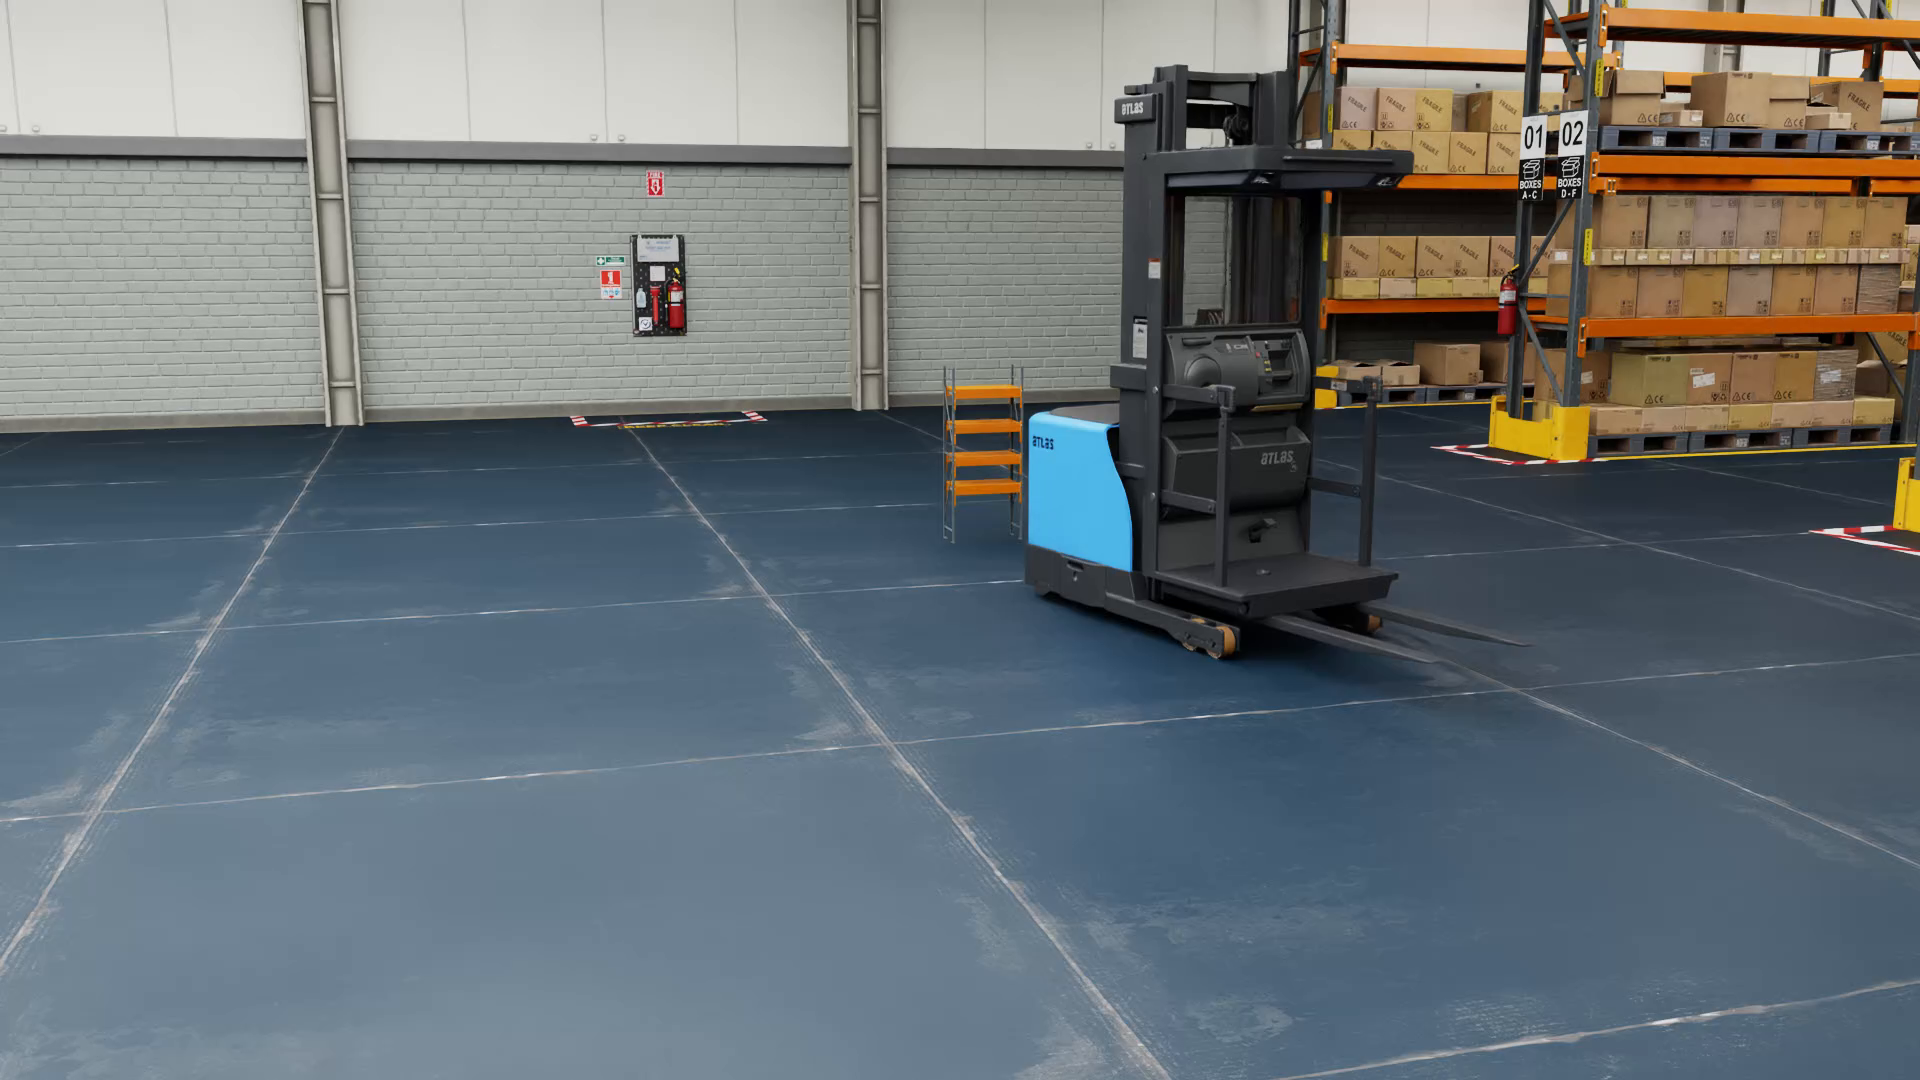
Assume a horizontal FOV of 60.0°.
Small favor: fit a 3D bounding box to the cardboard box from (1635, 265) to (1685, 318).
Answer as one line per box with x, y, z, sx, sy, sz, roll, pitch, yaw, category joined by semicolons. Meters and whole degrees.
6.579;-2.425;16.157;0.500;0.500;0.700;-3;11;-14;cardboard box

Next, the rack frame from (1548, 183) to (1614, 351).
8.077;-3.390;21.677;0.127;3.000;1.000;-3;11;-16;rack frame

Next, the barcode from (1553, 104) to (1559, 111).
5.780;-4.187;16.115;0.075;0.075;0.001;-3;11;-16;barcode

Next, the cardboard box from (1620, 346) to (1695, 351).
7.012;-1.682;16.761;0.500;0.500;0.500;-3;11;-16;cardboard box

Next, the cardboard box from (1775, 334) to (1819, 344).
11.241;-2.534;22.716;0.500;0.500;0.700;-3;11;-15;cardboard box

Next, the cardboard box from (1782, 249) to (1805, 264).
8.044;-2.782;16.308;0.250;0.149;0.380;-3;11;-14;cardboard box

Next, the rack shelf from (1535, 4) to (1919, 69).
7.545;-4.828;16.009;4.000;0.370;1.077;-3;11;-16;rack shelf

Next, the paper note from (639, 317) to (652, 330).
-3.667;-2.521;19.390;0.142;0.148;0.016;-3;11;-16;paper note

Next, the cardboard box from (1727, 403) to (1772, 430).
7.642;-1.245;16.460;0.500;0.250;0.500;-3;11;-16;cardboard box

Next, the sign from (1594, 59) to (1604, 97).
5.774;-4.174;15.017;0.005;0.325;0.100;-3;11;-16;sign

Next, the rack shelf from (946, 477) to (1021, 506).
0.159;-0.337;11.531;0.480;0.148;0.258;-3;11;-16;rack shelf

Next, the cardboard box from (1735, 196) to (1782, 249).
7.595;-3.117;16.332;0.500;0.500;0.700;-3;11;-16;cardboard box

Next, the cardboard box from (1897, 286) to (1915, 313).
9.926;-2.488;17.191;0.500;0.250;0.500;-2;11;-12;cardboard box

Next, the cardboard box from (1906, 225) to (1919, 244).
12.941;-4.172;22.701;0.500;0.250;0.500;-3;11;-17;cardboard box

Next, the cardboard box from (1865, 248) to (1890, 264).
9.026;-2.834;16.590;0.250;0.149;0.380;-3;11;-17;cardboard box

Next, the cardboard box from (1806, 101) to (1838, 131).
8.389;-4.229;16.648;0.500;0.311;0.500;-4;11;-19;cardboard box

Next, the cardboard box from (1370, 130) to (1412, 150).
5.153;-4.716;20.265;0.500;0.500;0.500;-2;11;-12;cardboard box

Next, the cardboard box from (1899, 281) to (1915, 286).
12.822;-3.465;22.723;0.250;0.149;0.380;-3;11;-14;cardboard box

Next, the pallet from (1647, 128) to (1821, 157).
7.484;-3.852;16.146;1.213;0.211;1.003;-3;11;-16;pallet

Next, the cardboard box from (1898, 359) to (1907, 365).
10.272;-1.757;17.692;0.500;0.311;0.500;-3;11;-14;cardboard box

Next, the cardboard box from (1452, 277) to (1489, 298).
6.265;-3.172;20.851;0.500;0.250;0.500;-3;11;-15;cardboard box

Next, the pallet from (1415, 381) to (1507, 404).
6.269;-1.916;21.373;1.213;0.211;1.003;-3;11;-16;pallet

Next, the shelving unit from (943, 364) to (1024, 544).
0.159;-0.598;11.483;0.503;1.200;0.258;-3;11;-16;shelving unit

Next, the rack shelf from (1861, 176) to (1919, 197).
11.385;-3.752;17.344;4.000;0.370;1.077;-3;11;-16;rack shelf

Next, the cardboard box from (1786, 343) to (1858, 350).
8.932;-1.783;17.312;0.500;0.500;0.500;-3;11;-16;cardboard box

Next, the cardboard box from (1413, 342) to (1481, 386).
6.192;-2.251;21.180;0.500;0.500;0.700;-4;11;-20;cardboard box

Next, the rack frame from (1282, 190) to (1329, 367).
4.236;-3.188;20.577;0.127;3.000;1.000;-3;11;-16;rack frame

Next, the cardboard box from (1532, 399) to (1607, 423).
6.057;-1.260;16.538;0.500;0.250;0.500;-3;11;-16;cardboard box

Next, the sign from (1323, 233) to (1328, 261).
4.388;-3.519;19.987;0.005;0.325;0.100;-3;11;-16;sign

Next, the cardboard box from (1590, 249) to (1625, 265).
6.062;-2.677;15.738;0.250;0.149;0.380;-3;11;-16;cardboard box

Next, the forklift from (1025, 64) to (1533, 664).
1.582;-0.944;8.577;1.130;2.935;3.031;-6;12;-31;forklift

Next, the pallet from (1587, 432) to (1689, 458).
6.347;-1.001;16.403;1.213;0.211;1.003;-3;11;-16;pallet

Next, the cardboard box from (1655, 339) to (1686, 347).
9.261;-2.452;22.271;0.500;0.500;0.700;-3;11;-17;cardboard box

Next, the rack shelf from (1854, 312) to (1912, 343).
11.385;-2.277;17.615;4.000;0.370;1.077;-3;11;-16;rack shelf

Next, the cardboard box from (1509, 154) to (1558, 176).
7.172;-4.833;20.895;0.500;0.500;0.500;-4;11;-21;cardboard box

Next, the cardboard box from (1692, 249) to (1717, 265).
7.052;-2.730;16.023;0.250;0.149;0.380;-3;11;-18;cardboard box

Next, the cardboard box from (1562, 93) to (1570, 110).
7.672;-5.344;20.910;0.500;0.500;0.500;-4;11;-21;cardboard box

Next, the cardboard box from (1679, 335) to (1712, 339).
9.699;-2.836;22.285;0.500;0.250;0.500;-3;11;-18;cardboard box

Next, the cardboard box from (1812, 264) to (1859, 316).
8.536;-2.527;16.712;0.500;0.500;0.700;-3;11;-17;cardboard box

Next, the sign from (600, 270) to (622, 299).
-4.037;-2.959;19.236;0.234;0.329;0.001;-3;11;-16;sign

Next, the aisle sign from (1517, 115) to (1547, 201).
5.479;-3.653;15.925;0.004;0.787;0.394;-3;11;-16;aisle sign

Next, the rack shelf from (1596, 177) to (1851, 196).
9.997;-4.613;22.020;4.000;0.370;1.077;-3;11;-16;rack shelf

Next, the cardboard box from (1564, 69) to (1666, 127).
6.178;-4.157;15.723;0.637;0.503;0.797;-2;11;-12;cardboard box

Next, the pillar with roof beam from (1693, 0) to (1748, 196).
11.631;-5.879;18.628;0.400;9.000;9.100;-3;11;-16;pillar with roof beam

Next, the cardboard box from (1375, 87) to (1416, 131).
5.170;-5.208;20.171;0.500;0.500;0.500;-3;11;-17;cardboard box

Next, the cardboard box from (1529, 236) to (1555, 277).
7.232;-3.591;21.056;0.500;0.500;0.500;-3;11;-16;cardboard box

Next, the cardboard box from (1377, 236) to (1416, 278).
5.256;-3.488;20.495;0.500;0.500;0.500;-3;11;-16;cardboard box

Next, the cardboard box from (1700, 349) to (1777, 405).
7.643;-1.614;16.391;0.500;0.500;0.500;-3;11;-16;cardboard box
